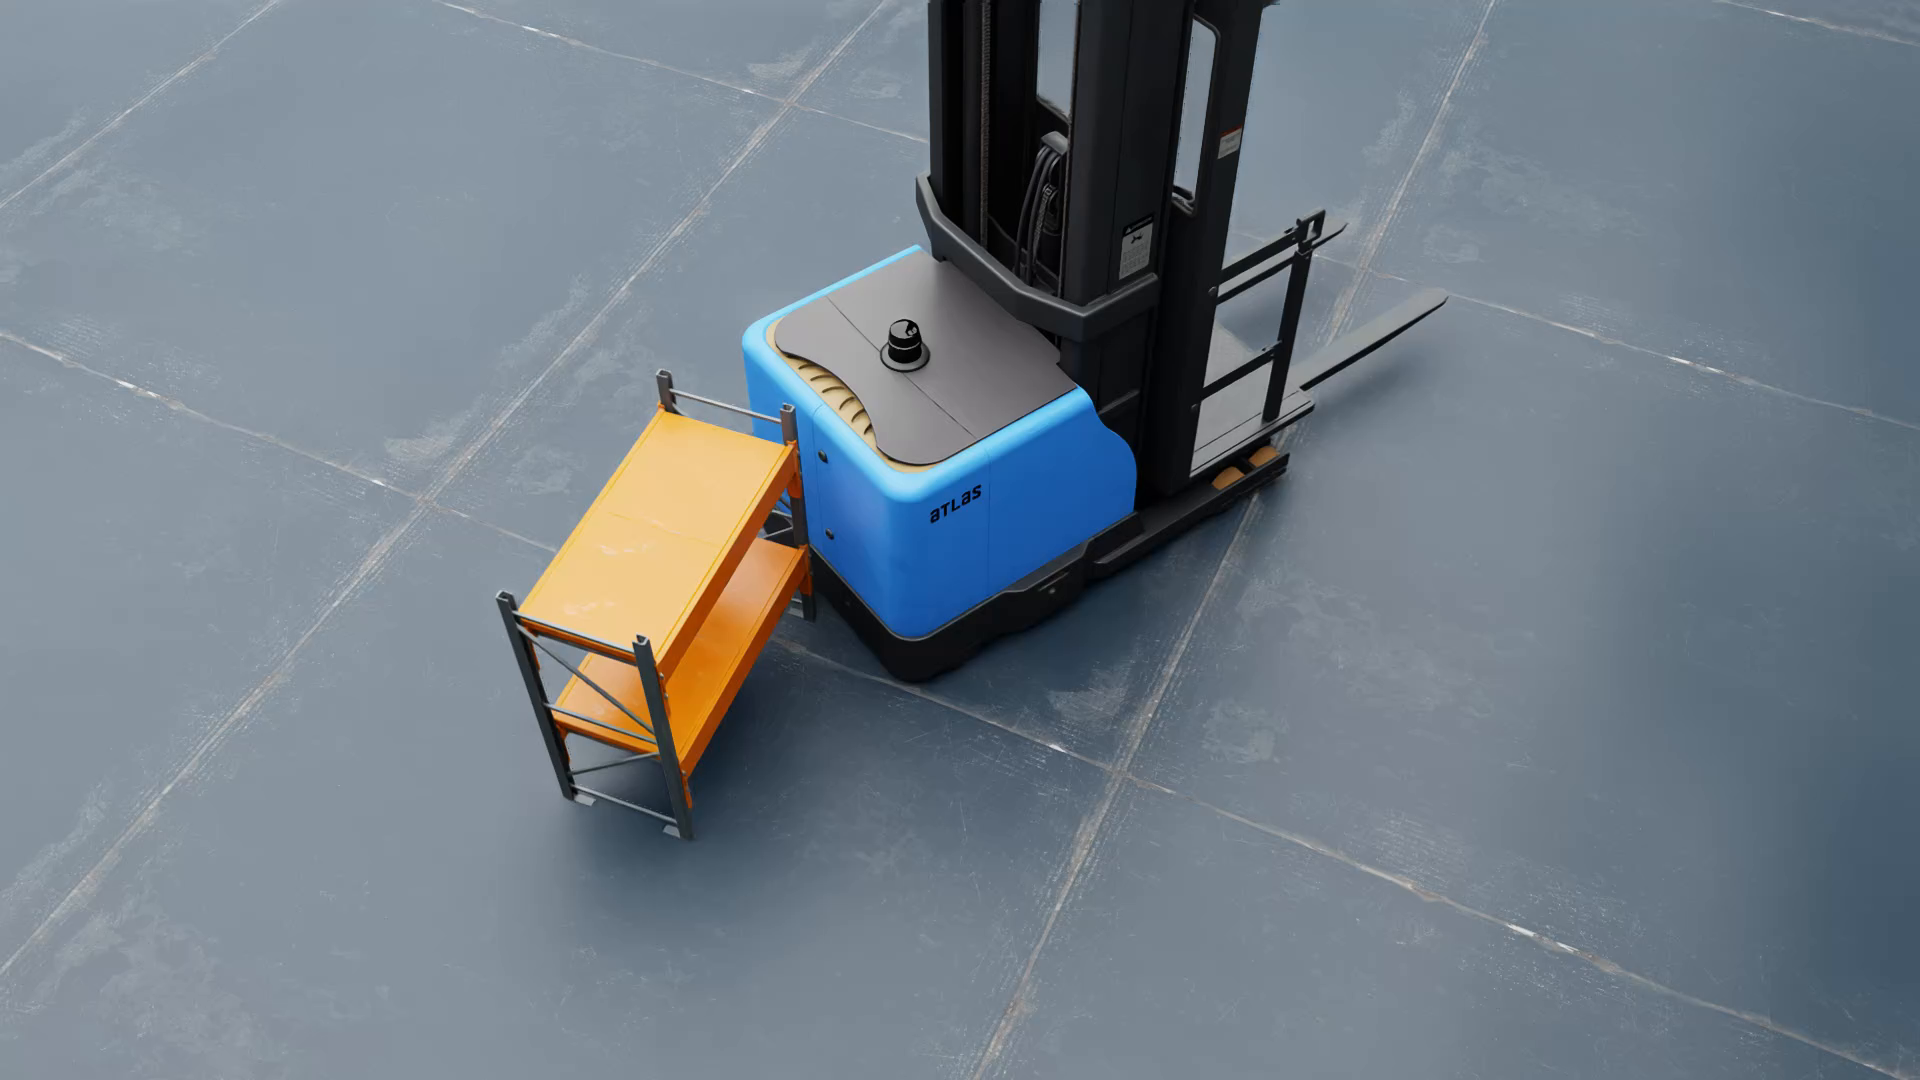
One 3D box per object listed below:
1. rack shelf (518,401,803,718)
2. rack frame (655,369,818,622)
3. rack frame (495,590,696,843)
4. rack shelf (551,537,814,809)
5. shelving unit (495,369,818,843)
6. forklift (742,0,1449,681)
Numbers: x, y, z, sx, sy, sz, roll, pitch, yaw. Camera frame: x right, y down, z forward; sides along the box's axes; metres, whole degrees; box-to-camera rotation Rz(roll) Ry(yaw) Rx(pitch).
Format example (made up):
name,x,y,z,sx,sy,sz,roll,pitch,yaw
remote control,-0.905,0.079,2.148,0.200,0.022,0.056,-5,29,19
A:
name,x,y,z,sx,sy,sz,roll,pitch,yaw
rack shelf,-0.962,0.040,5.408,0.538,0.278,1.000,16,52,13
rack frame,-0.780,-0.132,5.939,0.500,1.125,0.032,16,52,13
rack frame,-1.144,0.591,5.323,0.500,1.125,0.032,16,52,13
rack shelf,-0.962,0.388,5.817,0.538,0.278,1.000,16,52,13
shelving unit,-0.962,0.230,5.631,0.538,1.125,1.048,16,52,13
forklift,0.705,-1.373,5.809,3.031,2.935,1.130,-30,56,-23
